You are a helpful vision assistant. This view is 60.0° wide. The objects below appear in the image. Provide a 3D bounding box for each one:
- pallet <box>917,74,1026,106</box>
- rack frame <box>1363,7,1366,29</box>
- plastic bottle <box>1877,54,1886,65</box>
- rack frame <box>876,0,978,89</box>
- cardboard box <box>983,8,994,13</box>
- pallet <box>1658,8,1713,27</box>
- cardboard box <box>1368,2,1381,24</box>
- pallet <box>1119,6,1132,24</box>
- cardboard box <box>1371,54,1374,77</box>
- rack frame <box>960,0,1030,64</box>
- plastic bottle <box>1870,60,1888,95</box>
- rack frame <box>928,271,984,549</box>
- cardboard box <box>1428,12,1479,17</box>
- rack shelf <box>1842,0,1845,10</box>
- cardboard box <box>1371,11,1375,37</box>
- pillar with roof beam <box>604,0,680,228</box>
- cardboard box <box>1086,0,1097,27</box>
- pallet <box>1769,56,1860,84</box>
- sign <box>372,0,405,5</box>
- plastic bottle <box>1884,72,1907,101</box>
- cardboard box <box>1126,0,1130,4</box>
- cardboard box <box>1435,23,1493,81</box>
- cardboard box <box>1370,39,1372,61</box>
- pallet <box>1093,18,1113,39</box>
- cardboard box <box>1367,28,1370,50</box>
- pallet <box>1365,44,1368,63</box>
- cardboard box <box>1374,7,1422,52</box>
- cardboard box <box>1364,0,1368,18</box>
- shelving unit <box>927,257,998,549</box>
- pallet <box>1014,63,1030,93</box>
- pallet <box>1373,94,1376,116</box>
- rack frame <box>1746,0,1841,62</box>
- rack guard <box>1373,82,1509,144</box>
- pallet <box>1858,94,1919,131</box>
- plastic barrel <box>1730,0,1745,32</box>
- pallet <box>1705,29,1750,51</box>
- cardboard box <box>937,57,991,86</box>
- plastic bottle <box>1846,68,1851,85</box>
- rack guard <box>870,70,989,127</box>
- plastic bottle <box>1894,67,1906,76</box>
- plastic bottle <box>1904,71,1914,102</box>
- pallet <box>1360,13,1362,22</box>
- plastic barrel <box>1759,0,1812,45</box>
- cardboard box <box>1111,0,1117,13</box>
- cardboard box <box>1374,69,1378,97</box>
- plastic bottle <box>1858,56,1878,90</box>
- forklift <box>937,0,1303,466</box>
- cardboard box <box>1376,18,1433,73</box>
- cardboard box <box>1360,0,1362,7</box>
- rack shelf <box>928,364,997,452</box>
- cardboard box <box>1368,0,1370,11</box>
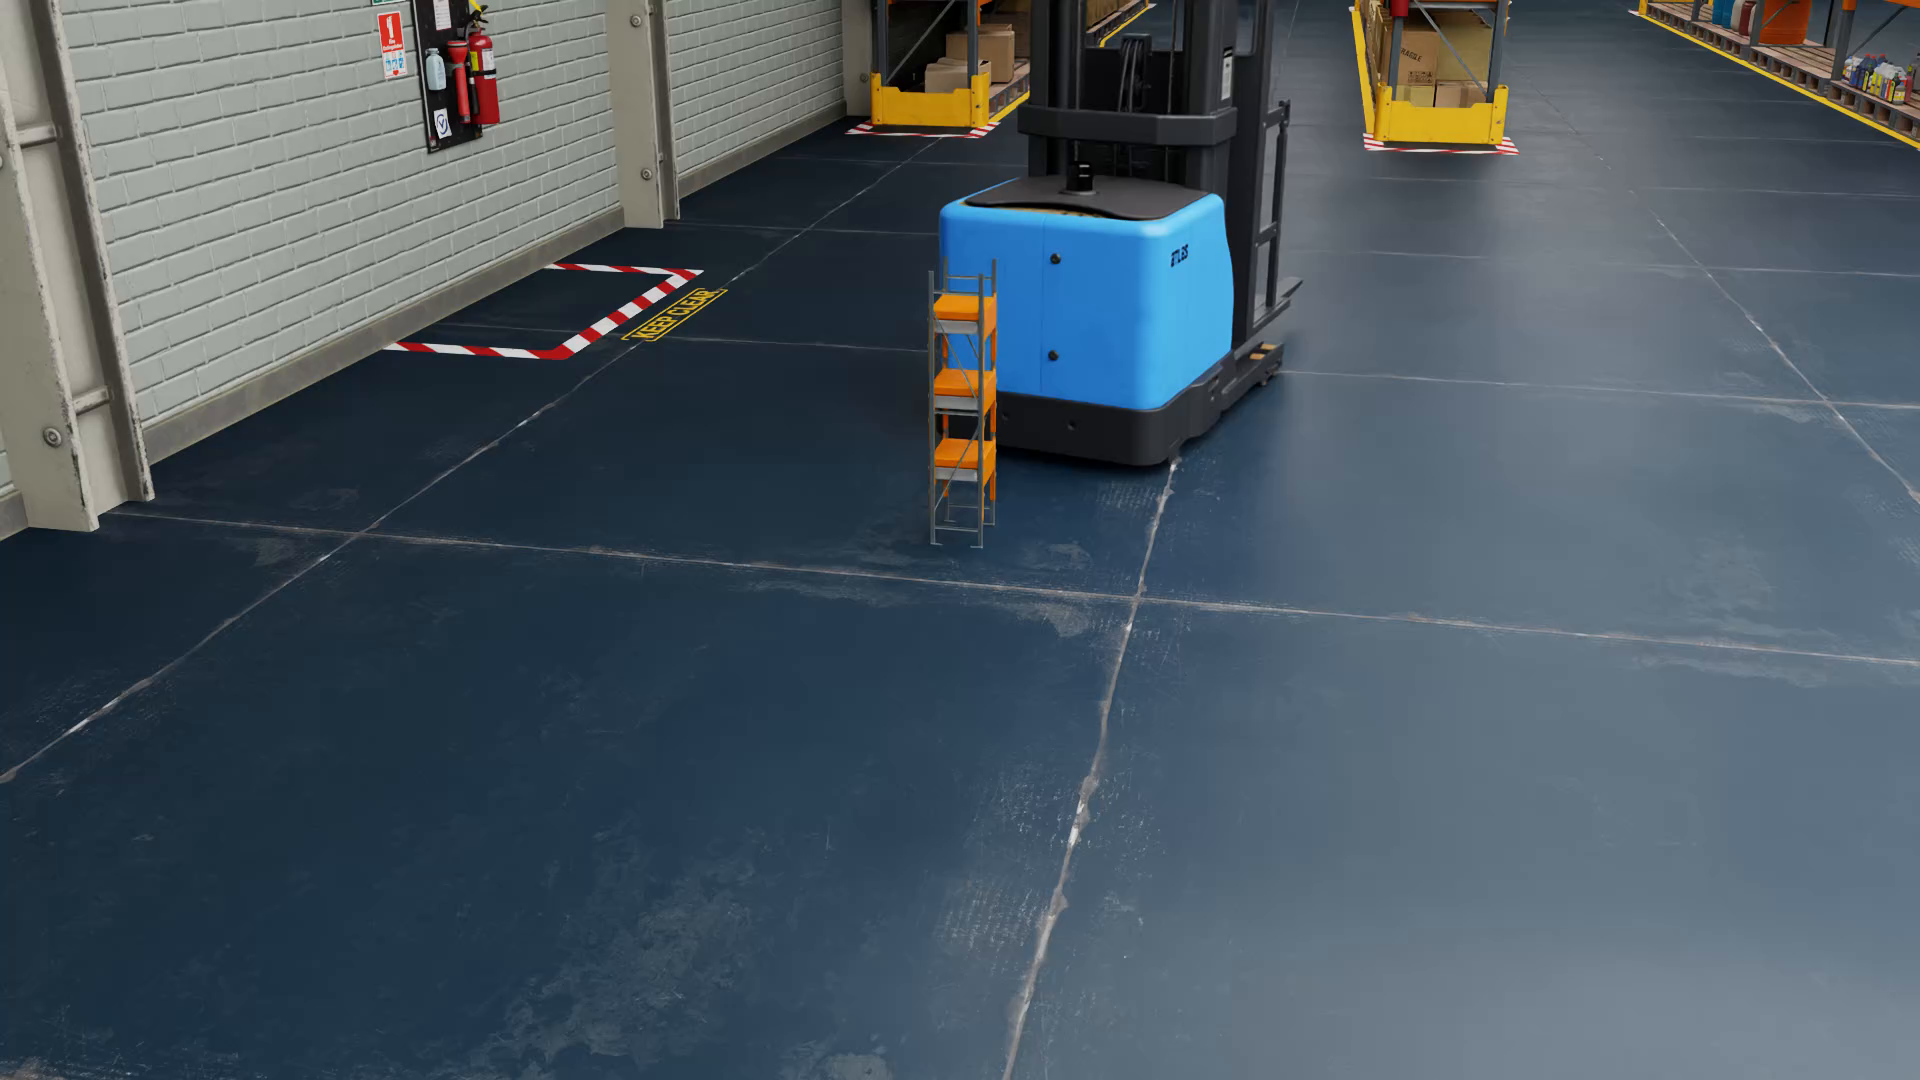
[{"bbox_3d":[0.146,-5.047,18.603,1.003,0.211,1.213,4,22,11],"label":"pallet"},{"bbox_3d":[6.978,-9.586,26.141,1.000,3.000,0.127,4,22,11],"label":"rack frame"},{"bbox_3d":[9.764,-4.982,17.666,0.144,0.351,0.185,4,22,11],"label":"plastic bottle"},{"bbox_3d":[-0.321,-5.574,16.178,1.000,3.000,0.127,4,22,11],"label":"rack frame"},{"bbox_3d":[0.686,-6.545,21.345,0.700,0.500,0.500,4,22,10],"label":"cardboard box"},{"bbox_3d":[12.185,-8.633,27.507,1.003,0.211,1.213,4,22,11],"label":"pallet"},{"bbox_3d":[5.669,-6.941,21.940,0.500,0.311,0.500,4,22,10],"label":"cardboard box"},{"bbox_3d":[2.360,-8.941,28.272,1.003,0.211,1.213,4,22,11],"label":"pallet"},{"bbox_3d":[4.847,-5.251,18.494,0.500,0.250,0.500,4,22,11],"label":"cardboard box"},{"bbox_3d":[0.495,-7.037,19.810,1.000,3.000,0.127,4,22,11],"label":"rack frame"},{"bbox_3d":[9.498,-4.769,17.136,0.144,0.351,0.185,4,22,10],"label":"plastic bottle"},{"bbox_3d":[-0.014,-0.462,6.095,0.200,1.050,0.008,4,22,11],"label":"rack frame"},{"bbox_3d":[5.253,-5.376,17.802,0.500,0.500,0.500,4,22,11],"label":"cardboard box"},{"bbox_3d":[10.602,-6.679,19.886,1.077,0.370,4.000,4,22,11],"label":"rack shelf"},{"bbox_3d":[5.352,-6.383,20.555,0.500,0.311,0.500,4,22,11],"label":"cardboard box"},{"bbox_3d":[1.965,-6.156,9.593,9.100,9.000,0.400,4,22,11],"label":"pillar with roof beam"},{"bbox_3d":[1.590,-7.956,24.409,0.750,0.750,0.750,4,22,10],"label":"cardboard box"},{"bbox_3d":[10.563,-5.726,20.288,1.003,0.211,1.213,4,22,11],"label":"pallet"},{"bbox_3d":[-2.995,-2.870,8.706,0.001,0.109,0.331,4,22,11],"label":"sign"},{"bbox_3d":[9.402,-4.554,16.704,0.152,0.276,0.135,5,22,11],"label":"plastic bottle"},{"bbox_3d":[2.593,-9.634,29.044,0.700,0.500,0.500,5,22,12],"label":"cardboard box"},{"bbox_3d":[4.957,-4.827,16.438,0.500,0.500,0.500,4,22,11],"label":"cardboard box"},{"bbox_3d":[5.251,-5.938,20.202,0.500,0.250,0.500,4,22,10],"label":"cardboard box"},{"bbox_3d":[1.797,-7.933,25.770,1.003,0.211,1.213,4,22,11],"label":"pallet"},{"bbox_3d":[5.566,-6.499,21.594,0.500,0.250,0.500,4,22,10],"label":"cardboard box"},{"bbox_3d":[5.956,-6.532,22.289,1.003,0.211,1.213,4,22,11],"label":"pallet"},{"bbox_3d":[4.850,-5.598,18.354,0.500,0.500,0.500,4,22,11],"label":"cardboard box"},{"bbox_3d":[6.641,-8.472,26.132,0.500,0.500,0.500,3,22,8],"label":"cardboard box"},{"bbox_3d":[0.011,-0.507,6.206,0.215,1.050,0.252,4,22,11],"label":"shelving unit"},{"bbox_3d":[0.393,-5.495,19.715,1.003,0.211,1.213,4,22,11],"label":"pallet"},{"bbox_3d":[4.896,-4.632,17.572,1.003,0.211,1.213,4,22,11],"label":"pallet"},{"bbox_3d":[11.010,-7.744,21.567,1.000,3.000,0.127,4,22,11],"label":"rack frame"},{"bbox_3d":[4.525,-4.029,15.689,1.175,0.500,0.348,4,22,11],"label":"rack guard"},{"bbox_3d":[9.769,-4.298,16.743,1.003,0.211,1.213,4,22,11],"label":"pallet"},{"bbox_3d":[11.352,-7.592,23.956,0.421,0.512,0.421,0,22,0],"label":"plastic barrel"},{"bbox_3d":[11.381,-7.187,23.917,1.003,0.211,1.213,4,22,11],"label":"pallet"},{"bbox_3d":[0.025,-4.985,17.727,0.500,0.311,0.500,6,23,15],"label":"cardboard box"},{"bbox_3d":[9.658,-5.030,17.985,0.097,0.201,0.097,0,22,0],"label":"plastic bottle"},{"bbox_3d":[-0.305,-4.442,16.714,1.175,0.500,0.348,4,22,11],"label":"rack guard"},{"bbox_3d":[9.648,-4.732,17.145,0.152,0.276,0.135,4,22,11],"label":"plastic bottle"},{"bbox_3d":[9.506,-4.550,16.683,0.061,0.283,0.133,4,22,11],"label":"plastic bottle"},{"bbox_3d":[7.366,-8.991,28.396,1.003,0.211,1.213,4,22,11],"label":"pallet"},{"bbox_3d":[11.093,-7.113,22.342,0.600,0.830,0.708,4,22,11],"label":"plastic barrel"},{"bbox_3d":[2.122,-8.912,26.783,0.750,0.750,0.750,5,22,12],"label":"cardboard box"},{"bbox_3d":[4.540,-4.702,17.133,0.500,0.250,0.500,4,22,11],"label":"cardboard box"},{"bbox_3d":[9.585,-4.924,17.522,0.144,0.351,0.185,4,22,9],"label":"plastic bottle"},{"bbox_3d":[0.988,-2.182,7.849,1.130,2.935,3.031,10,24,24],"label":"forklift"},{"bbox_3d":[4.537,-5.050,16.993,0.500,0.500,0.500,4,22,11],"label":"cardboard box"},{"bbox_3d":[6.970,-9.047,27.813,0.500,0.311,0.500,4,22,11],"label":"cardboard box"},{"bbox_3d":[0.011,-0.497,6.210,0.215,0.259,0.240,4,22,11],"label":"rack shelf"},{"bbox_3d":[6.229,-7.717,24.257,0.500,0.500,0.500,4,22,9],"label":"cardboard box"}]
